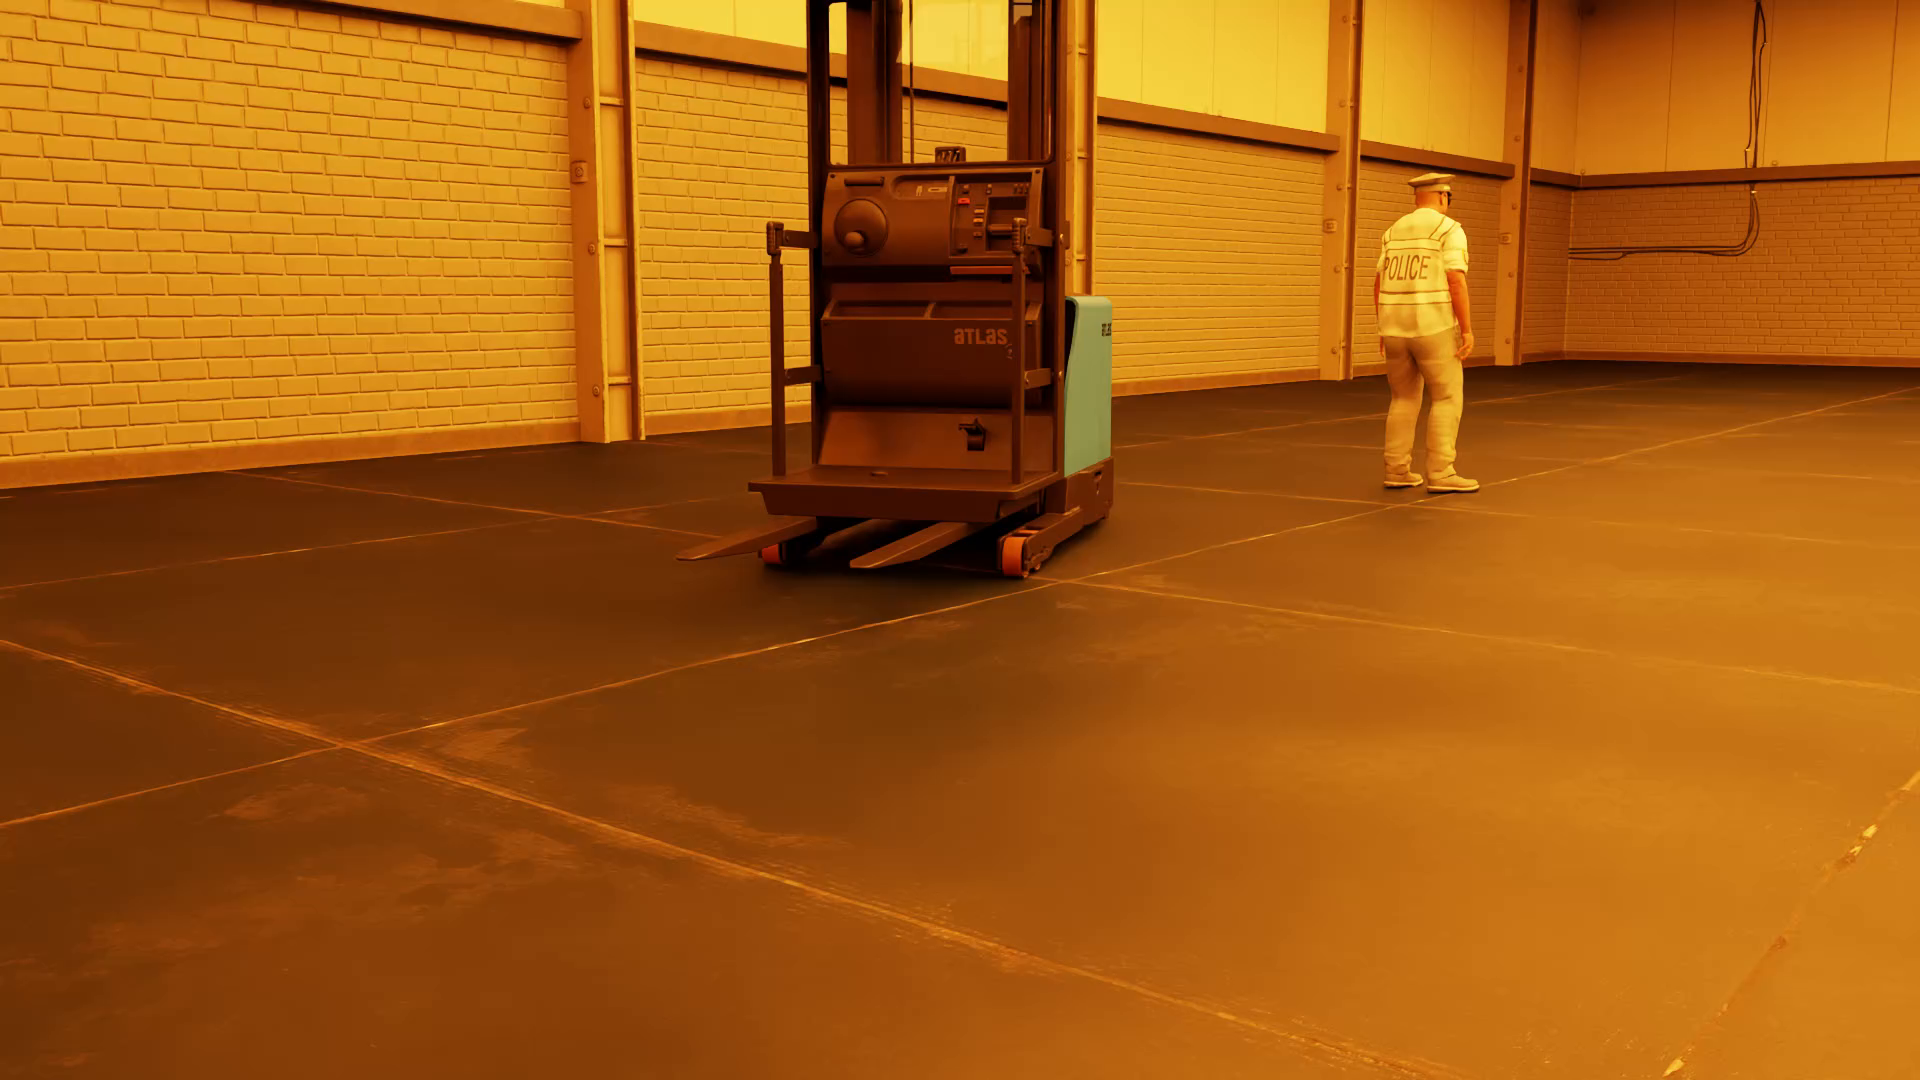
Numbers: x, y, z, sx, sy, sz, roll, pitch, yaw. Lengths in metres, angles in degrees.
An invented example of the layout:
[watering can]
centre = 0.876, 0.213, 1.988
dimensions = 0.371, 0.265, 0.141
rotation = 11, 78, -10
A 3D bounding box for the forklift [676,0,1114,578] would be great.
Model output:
[forklift]
centre = -0.176, -1.366, 6.616
dimensions = 1.130, 2.935, 3.031
rotation = 3, 9, 17

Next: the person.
[person]
centre = 2.570, -1.153, 9.242
dimensions = 0.443, 1.747, 0.603
rotation = -7, 11, -39
